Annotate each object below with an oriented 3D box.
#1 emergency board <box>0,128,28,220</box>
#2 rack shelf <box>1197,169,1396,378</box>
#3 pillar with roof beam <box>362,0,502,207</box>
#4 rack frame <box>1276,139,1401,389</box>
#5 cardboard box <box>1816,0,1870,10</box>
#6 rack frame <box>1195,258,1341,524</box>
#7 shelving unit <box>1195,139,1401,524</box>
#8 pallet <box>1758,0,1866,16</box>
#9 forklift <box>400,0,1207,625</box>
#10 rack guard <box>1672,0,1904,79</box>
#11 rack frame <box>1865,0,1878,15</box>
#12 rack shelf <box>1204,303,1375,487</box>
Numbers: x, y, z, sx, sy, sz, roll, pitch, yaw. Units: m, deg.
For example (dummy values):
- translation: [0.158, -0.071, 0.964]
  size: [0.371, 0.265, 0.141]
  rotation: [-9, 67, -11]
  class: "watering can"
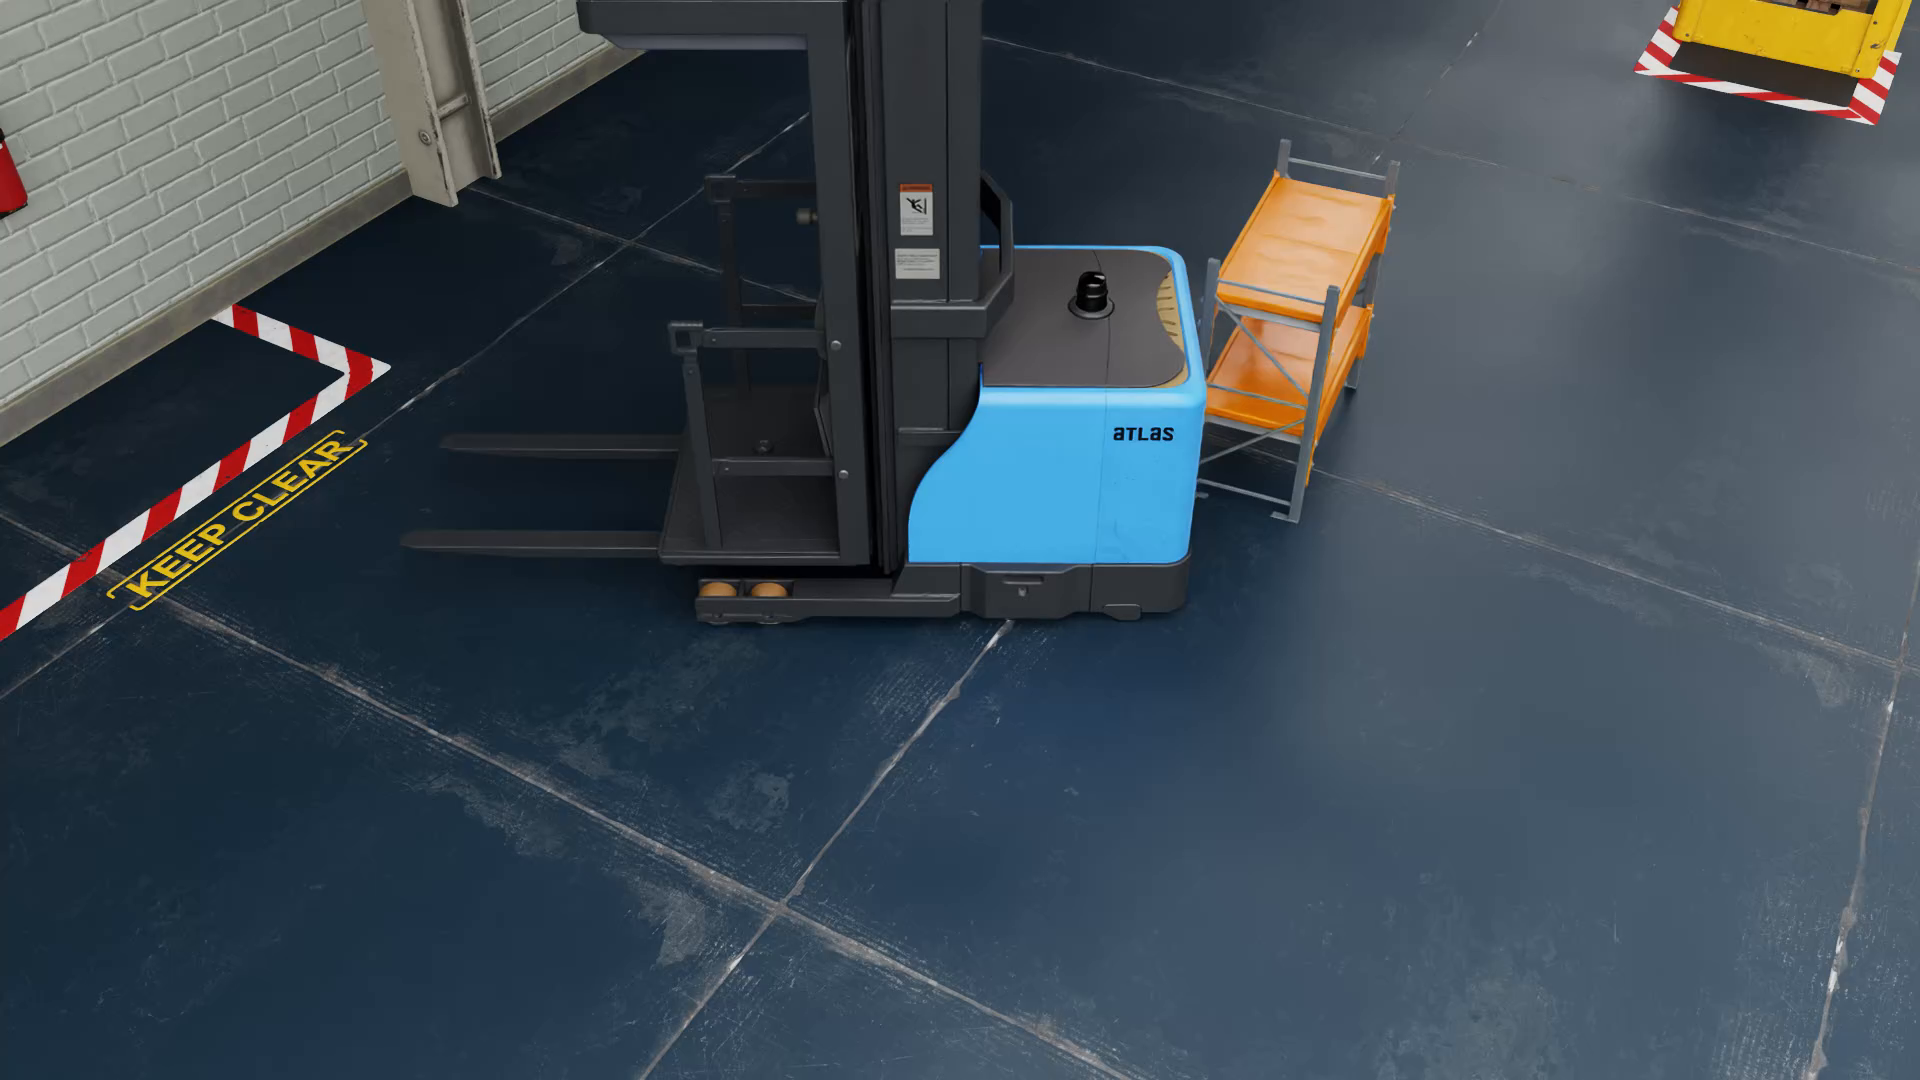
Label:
- translation: [-3.974, -1.636, 6.338]
  size: [0.194, 1.169, 0.643]
  rotation: [21, 45, 22]
  class: "emergency board"
- translation: [1.365, -1.092, 6.696]
  size: [0.538, 0.278, 1.000]
  rotation: [16, 44, 17]
  class: "rack shelf"
- translation: [1.023, -3.865, 4.330]
  size: [9.100, 9.000, 0.400]
  rotation: [21, 45, 22]
  class: "pillar with roof beam"
- translation: [1.568, -1.180, 7.239]
  size: [0.500, 1.125, 0.032]
  rotation: [16, 44, 17]
  class: "rack frame"
- translation: [5.449, -3.506, 10.225]
  size: [0.500, 0.250, 0.500]
  rotation: [21, 45, 22]
  class: "cardboard box"
- translation: [1.163, -0.564, 6.540]
  size: [0.500, 1.125, 0.032]
  rotation: [16, 44, 17]
  class: "rack frame"
- translation: [1.365, -0.872, 6.889]
  size: [0.538, 1.125, 1.048]
  rotation: [16, 44, 17]
  class: "shelving unit"
- translation: [5.334, -3.552, 10.624]
  size: [1.003, 0.211, 1.213]
  rotation: [21, 45, 22]
  class: "pallet"
- translation: [-0.639, -1.125, 5.810]
  size: [3.031, 2.935, 1.130]
  rotation: [0, 41, 0]
  class: "forklift"
- translation: [4.976, -3.196, 10.001]
  size: [1.175, 0.500, 0.348]
  rotation: [21, 45, 22]
  class: "rack guard"
- translation: [4.988, -4.147, 9.190]
  size: [1.000, 3.000, 0.127]
  rotation: [21, 45, 22]
  class: "rack frame"
- translation: [1.365, -0.689, 7.051]
  size: [0.538, 0.278, 1.000]
  rotation: [16, 44, 17]
  class: "rack shelf"
